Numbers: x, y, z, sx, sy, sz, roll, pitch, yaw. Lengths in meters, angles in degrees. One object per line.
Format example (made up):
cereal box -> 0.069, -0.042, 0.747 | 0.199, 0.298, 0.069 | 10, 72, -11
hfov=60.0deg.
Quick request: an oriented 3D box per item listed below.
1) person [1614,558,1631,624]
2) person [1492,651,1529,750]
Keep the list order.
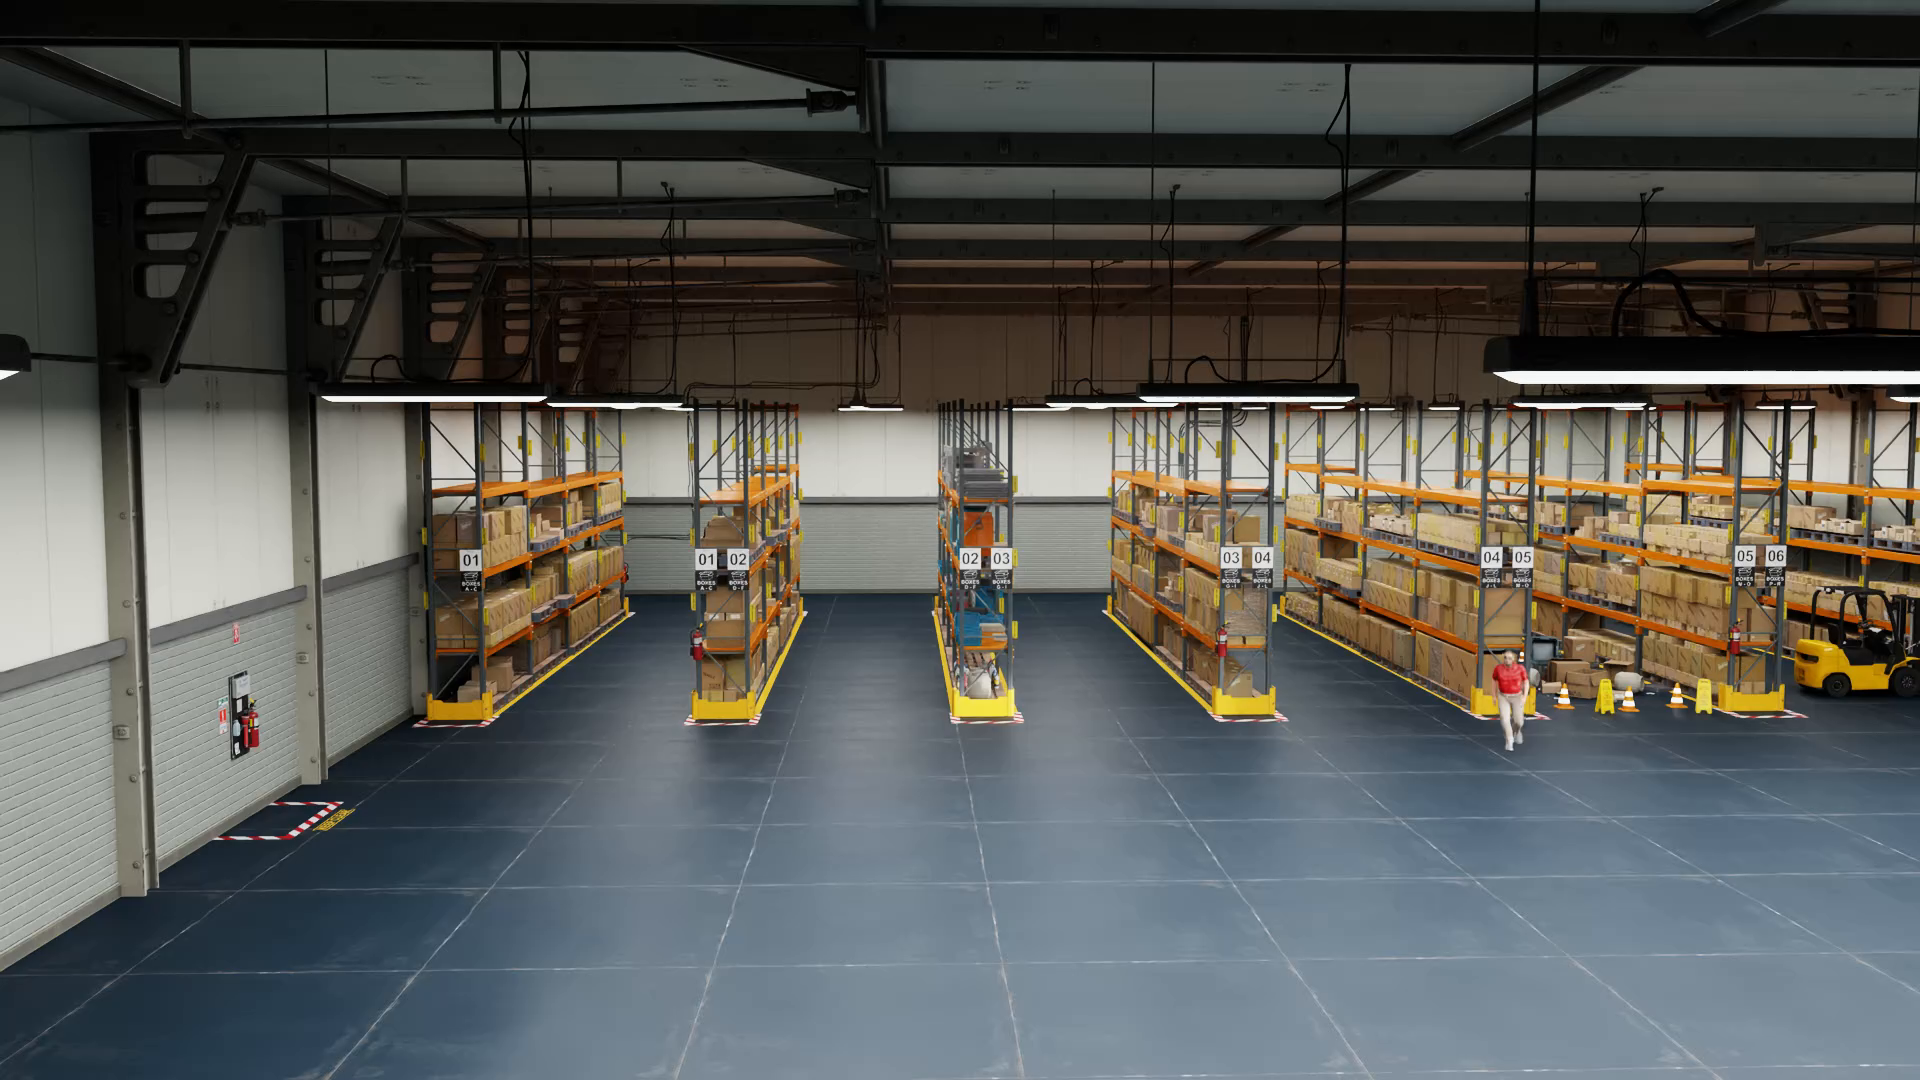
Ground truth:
person -> 18.125, 1.397, 45.222 | 0.515, 1.785, 0.541 | -3, 5, -33
person -> 9.447, 2.715, 28.536 | 0.596, 1.701, 0.669 | 2, 5, 20
